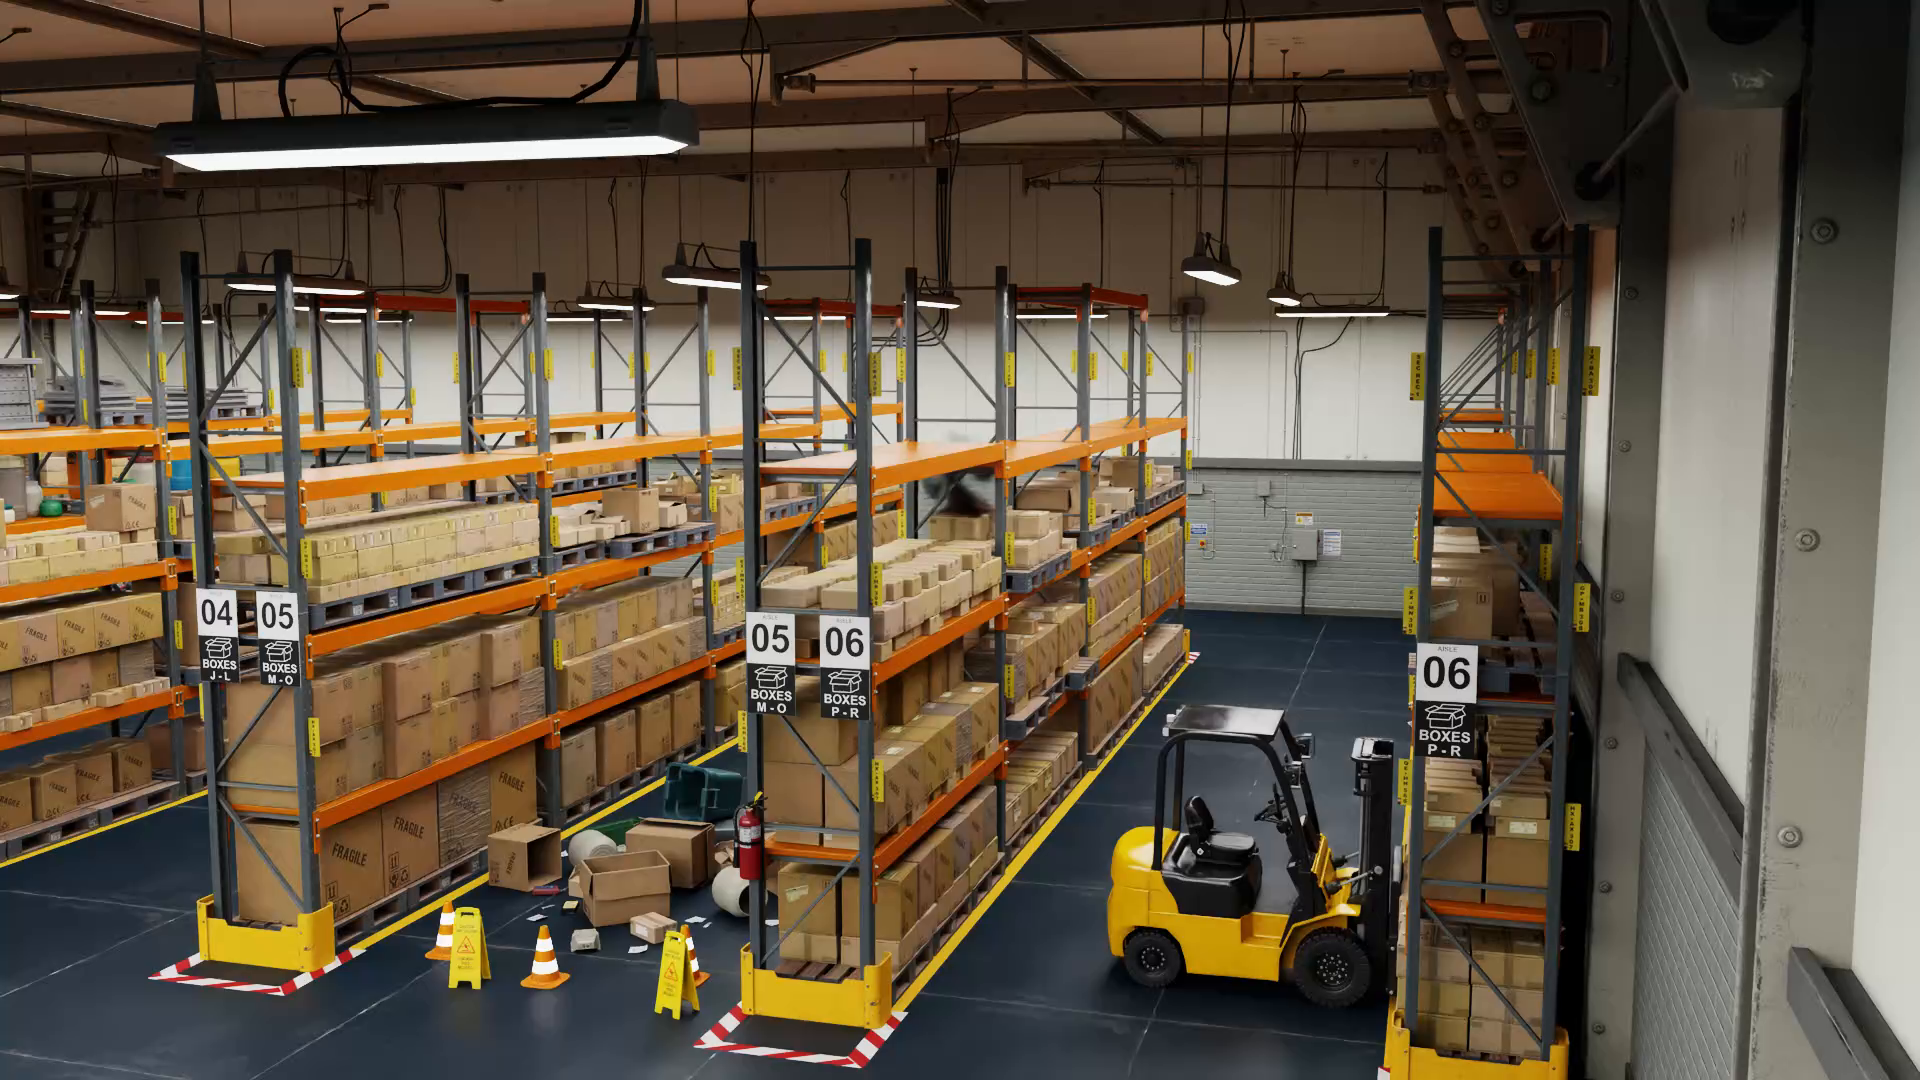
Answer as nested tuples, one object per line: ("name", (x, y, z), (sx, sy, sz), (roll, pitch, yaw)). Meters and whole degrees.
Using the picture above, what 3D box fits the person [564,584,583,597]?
("person", (-5.879, 1.472, 25.361), (0.658, 1.828, 0.636), (1, 6, 9))
